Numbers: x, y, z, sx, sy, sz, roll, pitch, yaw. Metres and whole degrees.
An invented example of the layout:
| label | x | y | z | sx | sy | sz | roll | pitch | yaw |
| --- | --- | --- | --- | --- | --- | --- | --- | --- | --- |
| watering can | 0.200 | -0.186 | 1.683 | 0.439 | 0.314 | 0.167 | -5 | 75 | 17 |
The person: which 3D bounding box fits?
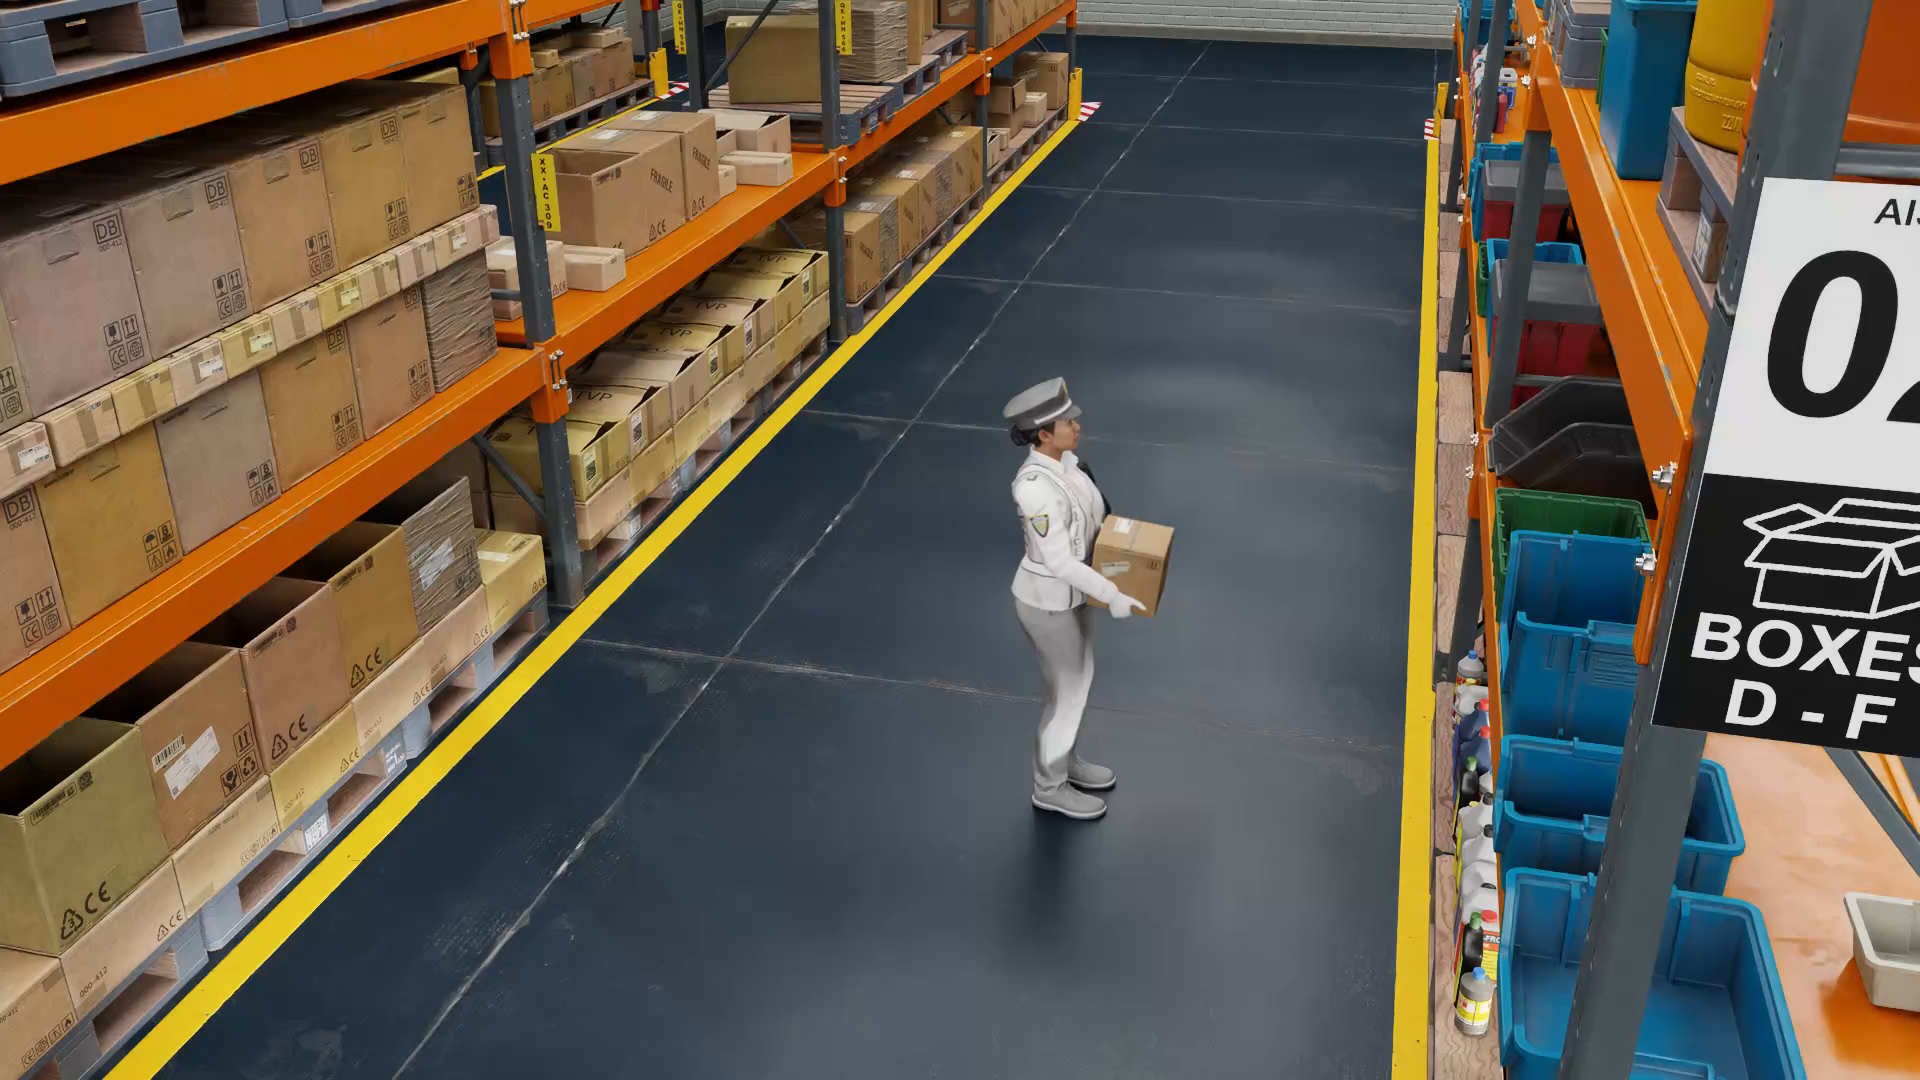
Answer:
| label | x | y | z | sx | sy | sz | roll | pitch | yaw |
| --- | --- | --- | --- | --- | --- | --- | --- | --- | --- |
| person | 0.424 | 0.219 | 6.118 | 0.562 | 1.687 | 0.461 | 6 | 26 | 13 |
